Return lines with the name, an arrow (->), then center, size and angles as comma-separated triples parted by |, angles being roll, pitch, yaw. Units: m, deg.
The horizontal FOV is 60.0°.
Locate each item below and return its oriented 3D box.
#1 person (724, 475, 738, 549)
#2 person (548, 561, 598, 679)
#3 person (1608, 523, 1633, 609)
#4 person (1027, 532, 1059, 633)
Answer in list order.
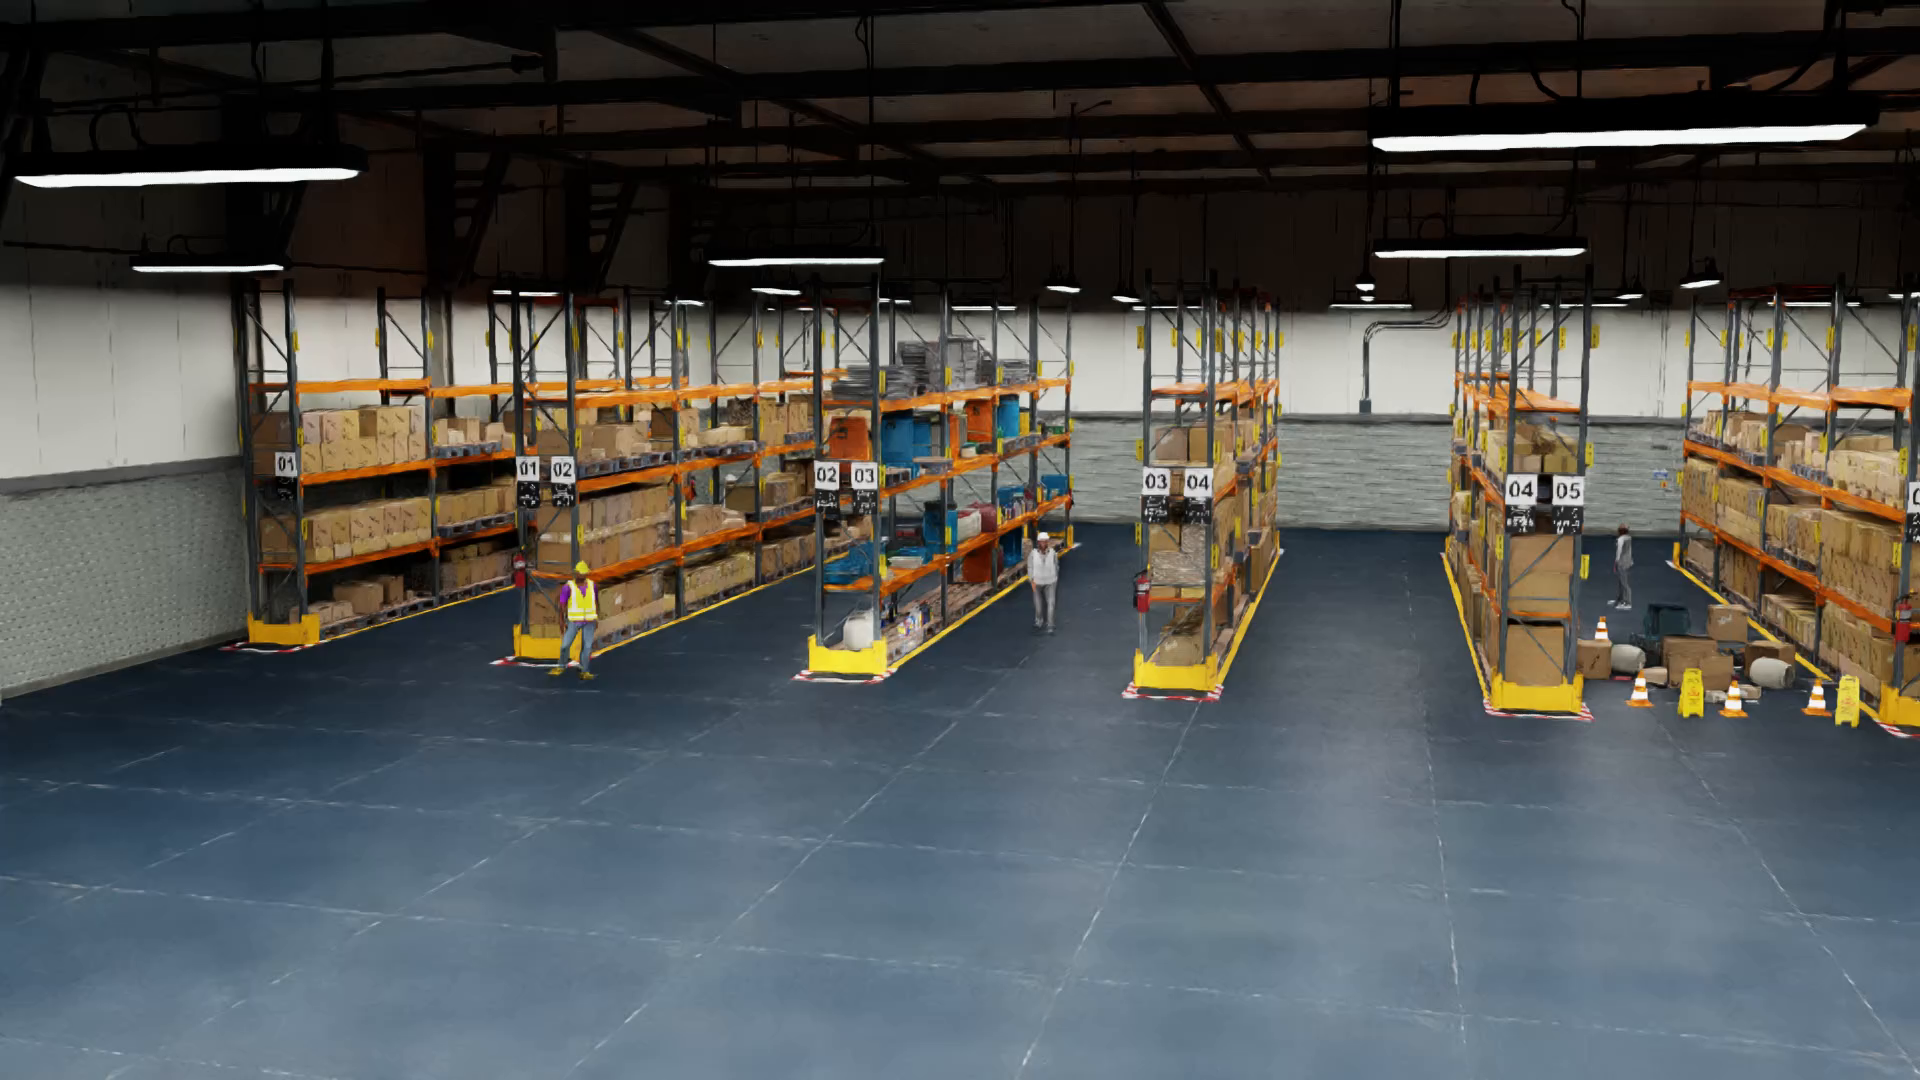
person -> -5.462, -0.683, 39.959 | 0.464, 1.771, 0.645 | -1, 7, -6
person -> -5.719, 1.183, 24.621 | 0.747, 1.759, 0.529 | -3, 8, -26
person -> 12.395, 0.469, 31.152 | 0.522, 1.591, 0.523 | 6, 9, 43
person -> 1.428, 0.711, 28.671 | 0.537, 1.715, 1.028 | 1, 7, 5
